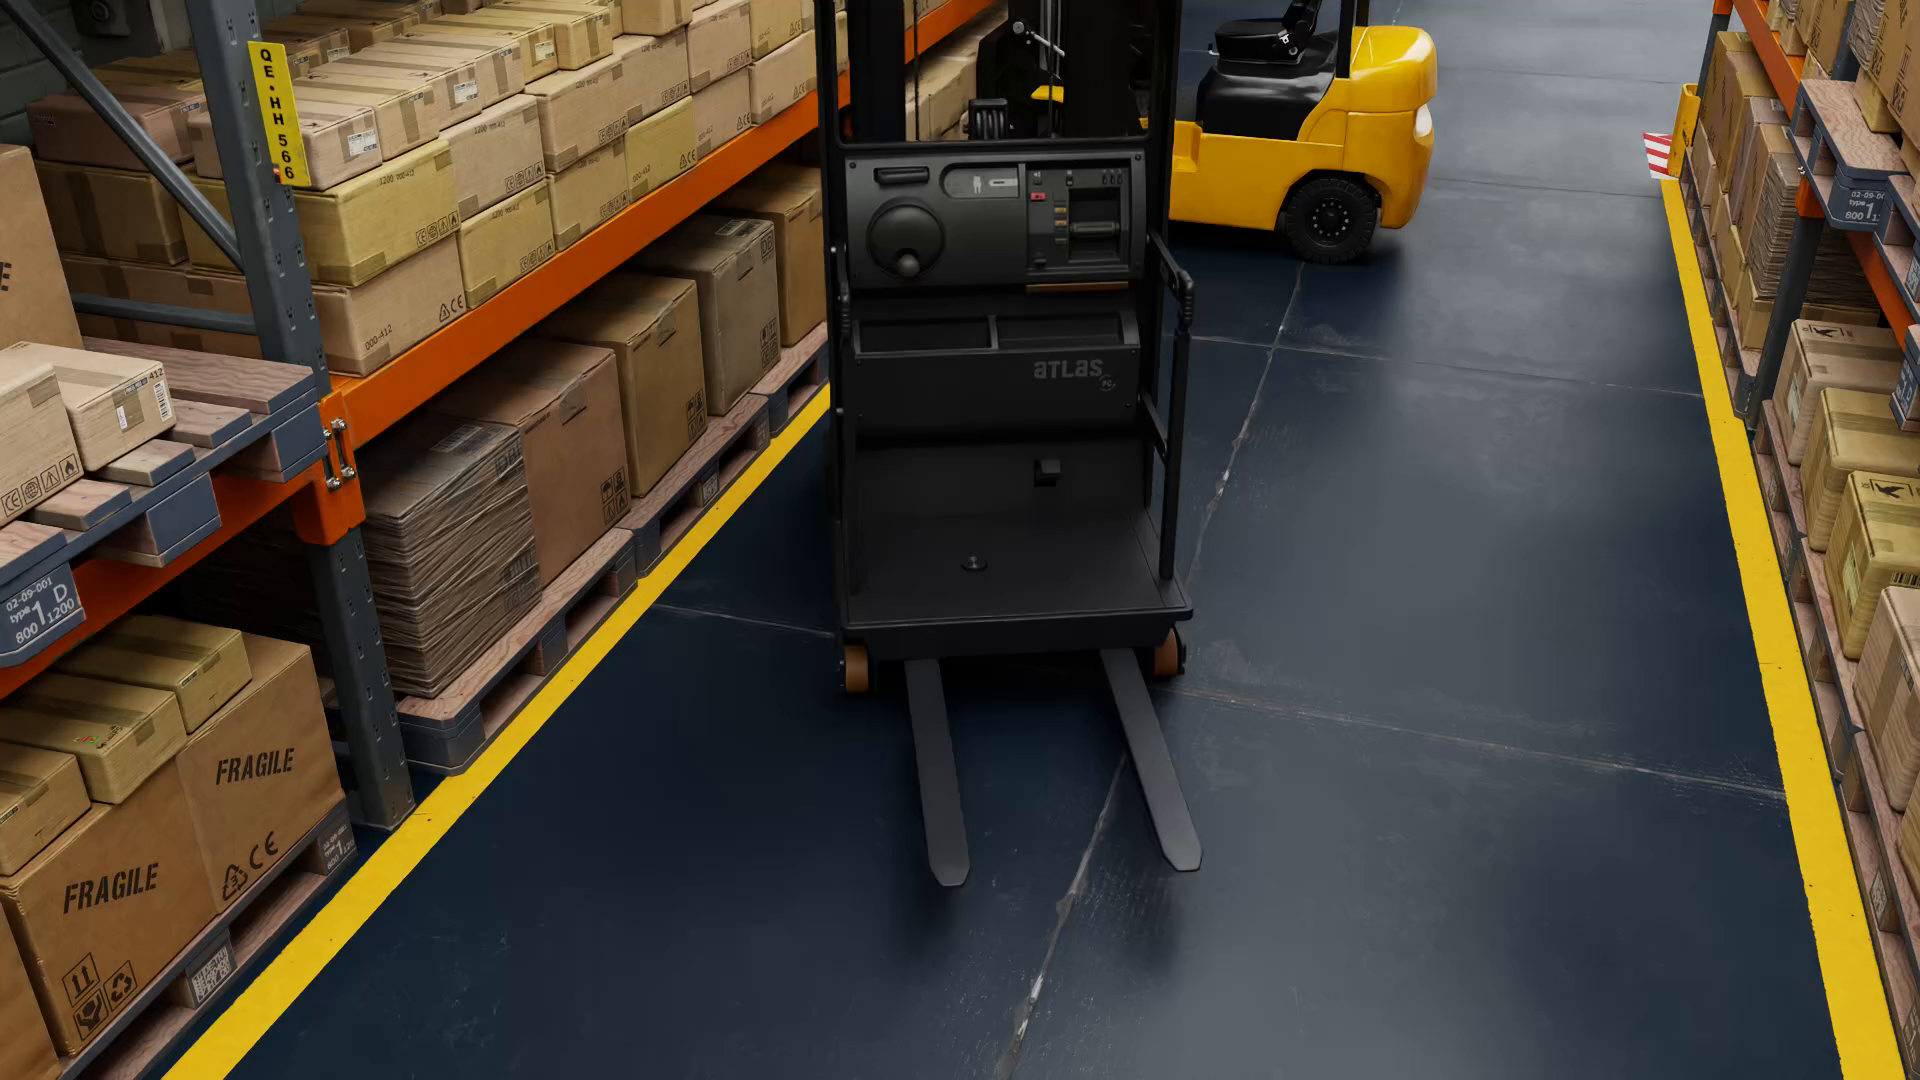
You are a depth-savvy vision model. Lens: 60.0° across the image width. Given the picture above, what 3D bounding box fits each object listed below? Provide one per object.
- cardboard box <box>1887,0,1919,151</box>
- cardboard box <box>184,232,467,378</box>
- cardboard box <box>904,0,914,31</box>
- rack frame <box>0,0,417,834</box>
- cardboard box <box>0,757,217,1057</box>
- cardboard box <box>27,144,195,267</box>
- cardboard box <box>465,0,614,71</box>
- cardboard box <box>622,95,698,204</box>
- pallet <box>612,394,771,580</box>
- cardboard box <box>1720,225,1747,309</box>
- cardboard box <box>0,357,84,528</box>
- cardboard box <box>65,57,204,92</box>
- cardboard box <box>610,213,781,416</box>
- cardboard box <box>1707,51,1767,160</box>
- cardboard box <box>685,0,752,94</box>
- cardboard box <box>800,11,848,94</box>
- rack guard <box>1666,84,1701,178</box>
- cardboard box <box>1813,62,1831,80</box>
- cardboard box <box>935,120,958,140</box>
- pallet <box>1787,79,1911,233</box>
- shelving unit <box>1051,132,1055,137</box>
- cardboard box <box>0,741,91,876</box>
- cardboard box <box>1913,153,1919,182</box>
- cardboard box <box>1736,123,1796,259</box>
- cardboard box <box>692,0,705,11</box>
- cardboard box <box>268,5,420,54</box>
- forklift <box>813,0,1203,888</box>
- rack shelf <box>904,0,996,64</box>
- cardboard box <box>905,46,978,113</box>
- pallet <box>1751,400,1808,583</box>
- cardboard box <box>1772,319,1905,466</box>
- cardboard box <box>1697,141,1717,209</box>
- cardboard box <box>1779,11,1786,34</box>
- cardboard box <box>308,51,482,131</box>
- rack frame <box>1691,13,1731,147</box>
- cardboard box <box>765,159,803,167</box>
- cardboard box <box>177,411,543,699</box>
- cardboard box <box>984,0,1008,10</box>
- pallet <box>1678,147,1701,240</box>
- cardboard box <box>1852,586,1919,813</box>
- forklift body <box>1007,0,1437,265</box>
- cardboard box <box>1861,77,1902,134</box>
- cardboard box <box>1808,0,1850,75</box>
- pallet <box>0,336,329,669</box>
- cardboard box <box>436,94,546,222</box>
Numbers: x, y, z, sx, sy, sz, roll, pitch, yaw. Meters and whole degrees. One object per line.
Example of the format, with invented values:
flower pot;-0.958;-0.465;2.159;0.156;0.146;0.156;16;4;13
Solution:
cardboard box;3.126;-1.444;4.919;0.500;0.500;0.500;8;30;15
cardboard box;-1.714;-0.678;4.537;0.500;0.250;0.500;9;30;15
cardboard box;-0.524;-2.643;7.813;0.500;0.500;0.500;8;30;13
rack frame;-2.078;-0.572;4.192;1.000;3.000;0.127;8;30;15
cardboard box;-2.154;0.795;3.874;0.500;0.500;0.500;8;30;14
cardboard box;-2.212;-0.973;4.554;0.500;0.250;0.500;9;30;16
cardboard box;-1.334;-1.606;5.282;0.380;0.149;0.250;9;30;16
cardboard box;-1.264;-1.392;5.821;0.500;0.250;0.500;9;30;16
pallet;-1.439;-0.295;6.564;1.003;0.211;1.213;8;30;15
cardboard box;3.905;-1.268;7.840;0.500;0.250;0.500;8;30;14
cardboard box;-2.078;-0.153;3.162;0.500;0.250;0.500;7;30;13
cardboard box;-2.206;-1.217;4.581;0.380;0.149;0.250;9;30;16
cardboard box;-1.282;-0.973;6.924;0.875;0.625;0.625;8;30;14
cardboard box;4.359;-2.303;8.929;0.500;0.500;0.500;7;30;13
cardboard box;-1.104;-1.842;6.116;0.500;0.250;0.500;9;30;16
cardboard box;-0.802;-2.094;7.082;0.500;0.250;0.500;9;30;16
rack guard;4.994;-2.455;10.150;1.175;0.500;0.348;8;30;15
cardboard box;3.645;-1.807;6.672;0.380;0.149;0.250;8;30;14
cardboard box;-0.321;-2.046;8.725;0.500;0.250;0.500;8;30;15
pallet;3.479;-1.306;5.709;1.003;0.211;1.213;8;30;15
shelving unit;0.267;-1.092;6.983;0.258;1.200;0.189;0;10;1
cardboard box;-2.151;0.567;3.618;0.380;0.149;0.250;7;30;13
cardboard box;3.096;-1.101;4.969;0.380;0.149;0.250;9;30;15
cardboard box;3.907;-1.584;7.636;0.500;0.500;0.500;9;30;16
cardboard box;-1.139;-1.969;5.935;0.380;0.149;0.250;9;30;15
cardboard box;-1.915;-1.563;5.203;0.380;0.149;0.250;8;30;15
forklift;0.137;-0.956;4.954;1.130;2.935;3.031;-3;29;-5
rack shelf;-0.317;-3.046;9.380;1.077;0.370;4.000;8;30;15
cardboard box;-0.167;-2.499;9.024;0.500;0.250;0.500;10;30;17
pallet;3.615;-0.144;6.291;1.003;0.211;1.213;8;30;15
cardboard box;3.690;-0.515;6.362;0.950;0.372;0.625;9;30;16
cardboard box;4.358;-1.993;9.144;0.500;0.250;0.500;10;30;17
cardboard box;4.044;-2.395;7.727;0.380;0.149;0.250;8;30;14
cardboard box;-1.575;-1.252;4.646;0.380;0.149;0.250;9;30;16
rack frame;5.016;-3.583;9.605;1.000;3.000;0.127;8;30;15
cardboard box;-0.957;-1.887;8.438;0.500;0.250;0.500;8;30;14
cardboard box;-1.882;-0.006;5.185;0.875;0.625;0.625;9;30;16
cardboard box;0.289;-3.212;10.306;0.500;0.250;0.500;9;30;16
pallet;4.722;-1.957;9.550;1.003;0.211;1.213;8;30;15
cardboard box;3.052;0.494;4.547;0.950;0.372;0.625;8;30;14
forklift body;1.457;-2.777;9.030;2.313;2.155;1.214;8;30;15
cardboard box;3.296;-1.471;5.636;0.380;0.149;0.250;9;30;16
cardboard box;3.735;-2.140;6.602;0.500;0.500;0.500;8;30;14
pallet;-2.210;-0.163;3.655;1.213;0.211;1.003;8;30;15
cardboard box;-1.566;-1.129;4.833;0.500;0.250;0.500;9;30;16
